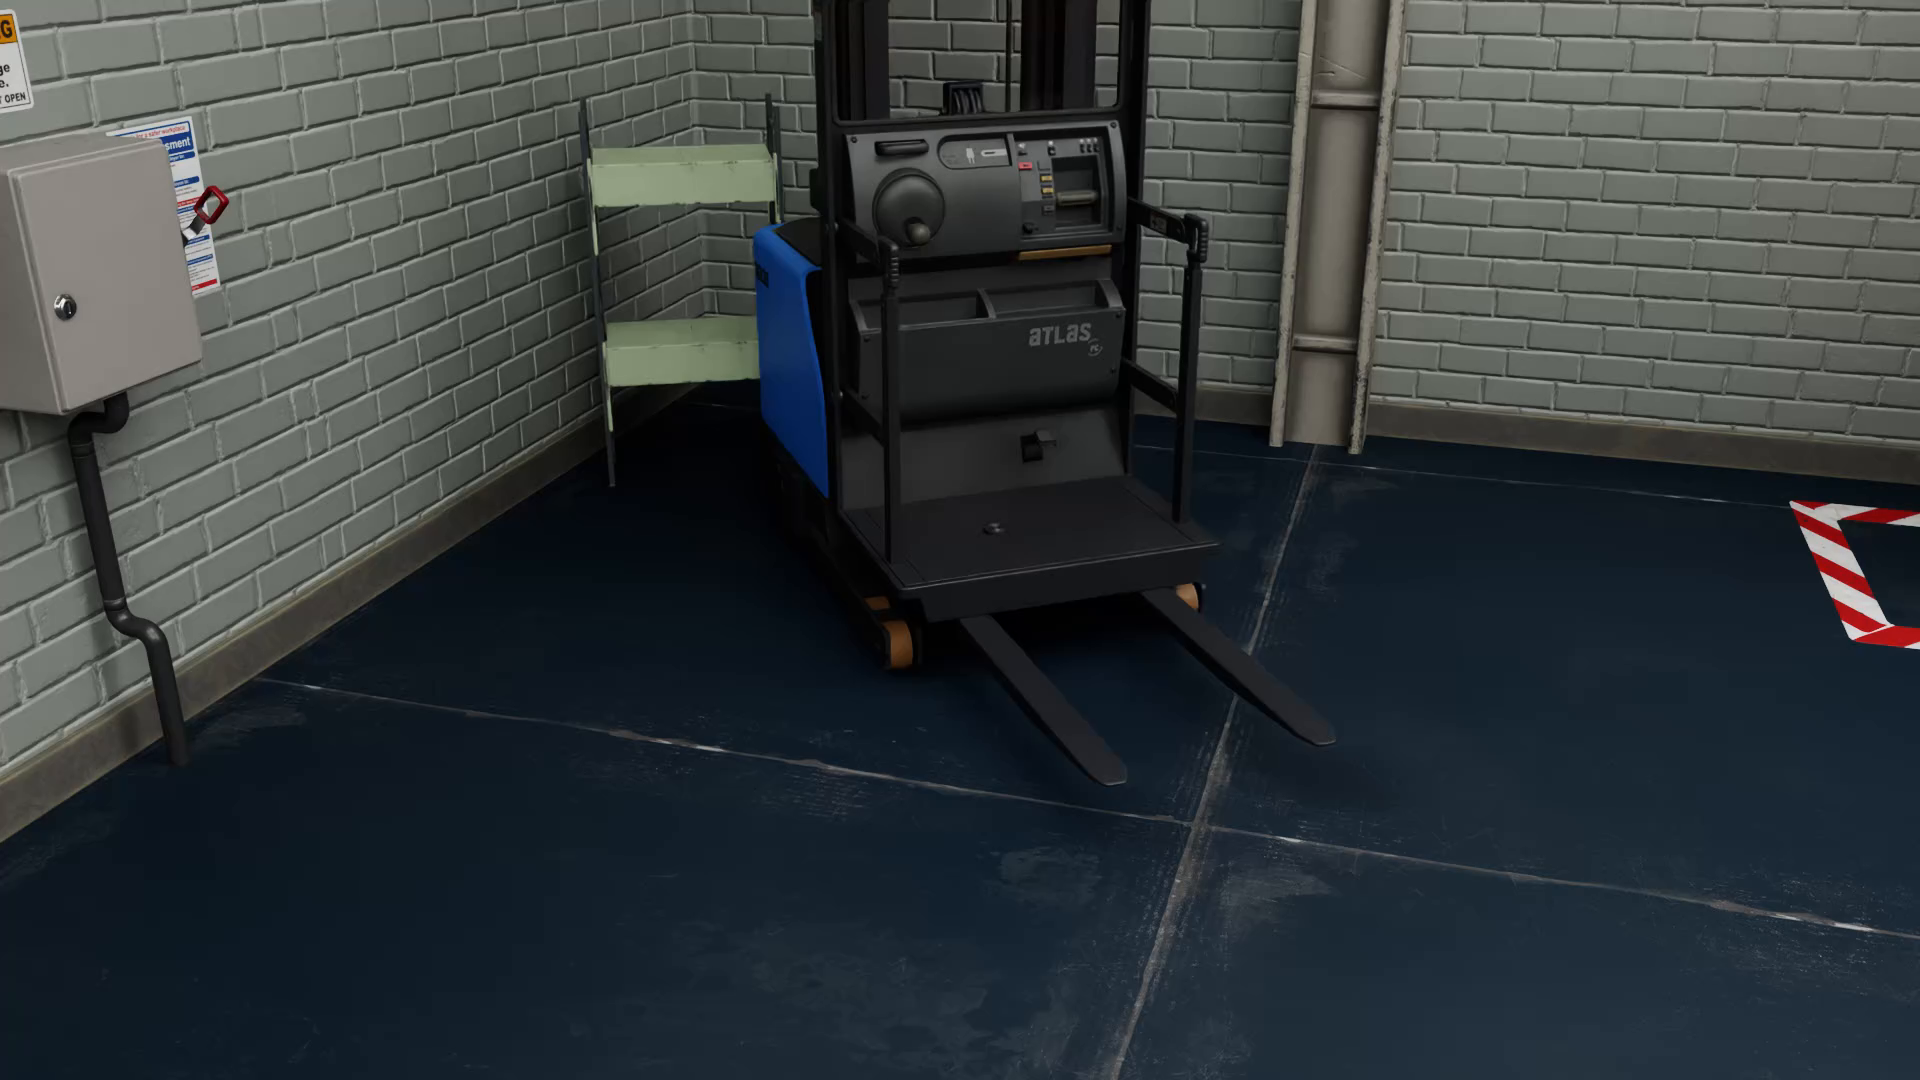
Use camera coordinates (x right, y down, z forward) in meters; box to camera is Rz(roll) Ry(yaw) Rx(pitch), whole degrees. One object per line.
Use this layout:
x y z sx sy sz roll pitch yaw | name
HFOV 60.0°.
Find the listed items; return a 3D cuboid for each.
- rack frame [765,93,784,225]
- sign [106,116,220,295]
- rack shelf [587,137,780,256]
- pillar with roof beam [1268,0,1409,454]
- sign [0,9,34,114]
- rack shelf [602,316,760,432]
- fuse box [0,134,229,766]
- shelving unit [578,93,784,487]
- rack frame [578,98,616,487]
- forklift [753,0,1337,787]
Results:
-0.739 -1.038 6.824 0.023 1.500 0.400 -4 23 -10 | rack frame
-2.240 -0.923 4.692 0.001 0.494 0.329 7 23 16 | sign
-1.099 -1.373 6.612 0.720 0.370 0.431 -4 23 -10 | rack shelf
0.340 -3.046 1.838 0.400 9.000 9.100 7 23 16 | pillar with roof beam
-2.399 -1.149 4.030 0.001 0.242 0.339 7 23 16 | sign
-1.099 -0.710 6.883 0.720 0.370 0.431 -4 23 -10 | rack shelf
-2.185 -0.168 4.425 0.414 1.711 0.539 7 23 16 | fuse box
-1.099 -1.011 6.760 0.755 1.500 0.431 -4 23 -10 | shelving unit
-1.458 -0.985 6.695 0.023 1.500 0.400 -4 23 -10 | rack frame
0.168 -1.116 5.128 1.130 2.935 3.031 -8 24 -18 | forklift
